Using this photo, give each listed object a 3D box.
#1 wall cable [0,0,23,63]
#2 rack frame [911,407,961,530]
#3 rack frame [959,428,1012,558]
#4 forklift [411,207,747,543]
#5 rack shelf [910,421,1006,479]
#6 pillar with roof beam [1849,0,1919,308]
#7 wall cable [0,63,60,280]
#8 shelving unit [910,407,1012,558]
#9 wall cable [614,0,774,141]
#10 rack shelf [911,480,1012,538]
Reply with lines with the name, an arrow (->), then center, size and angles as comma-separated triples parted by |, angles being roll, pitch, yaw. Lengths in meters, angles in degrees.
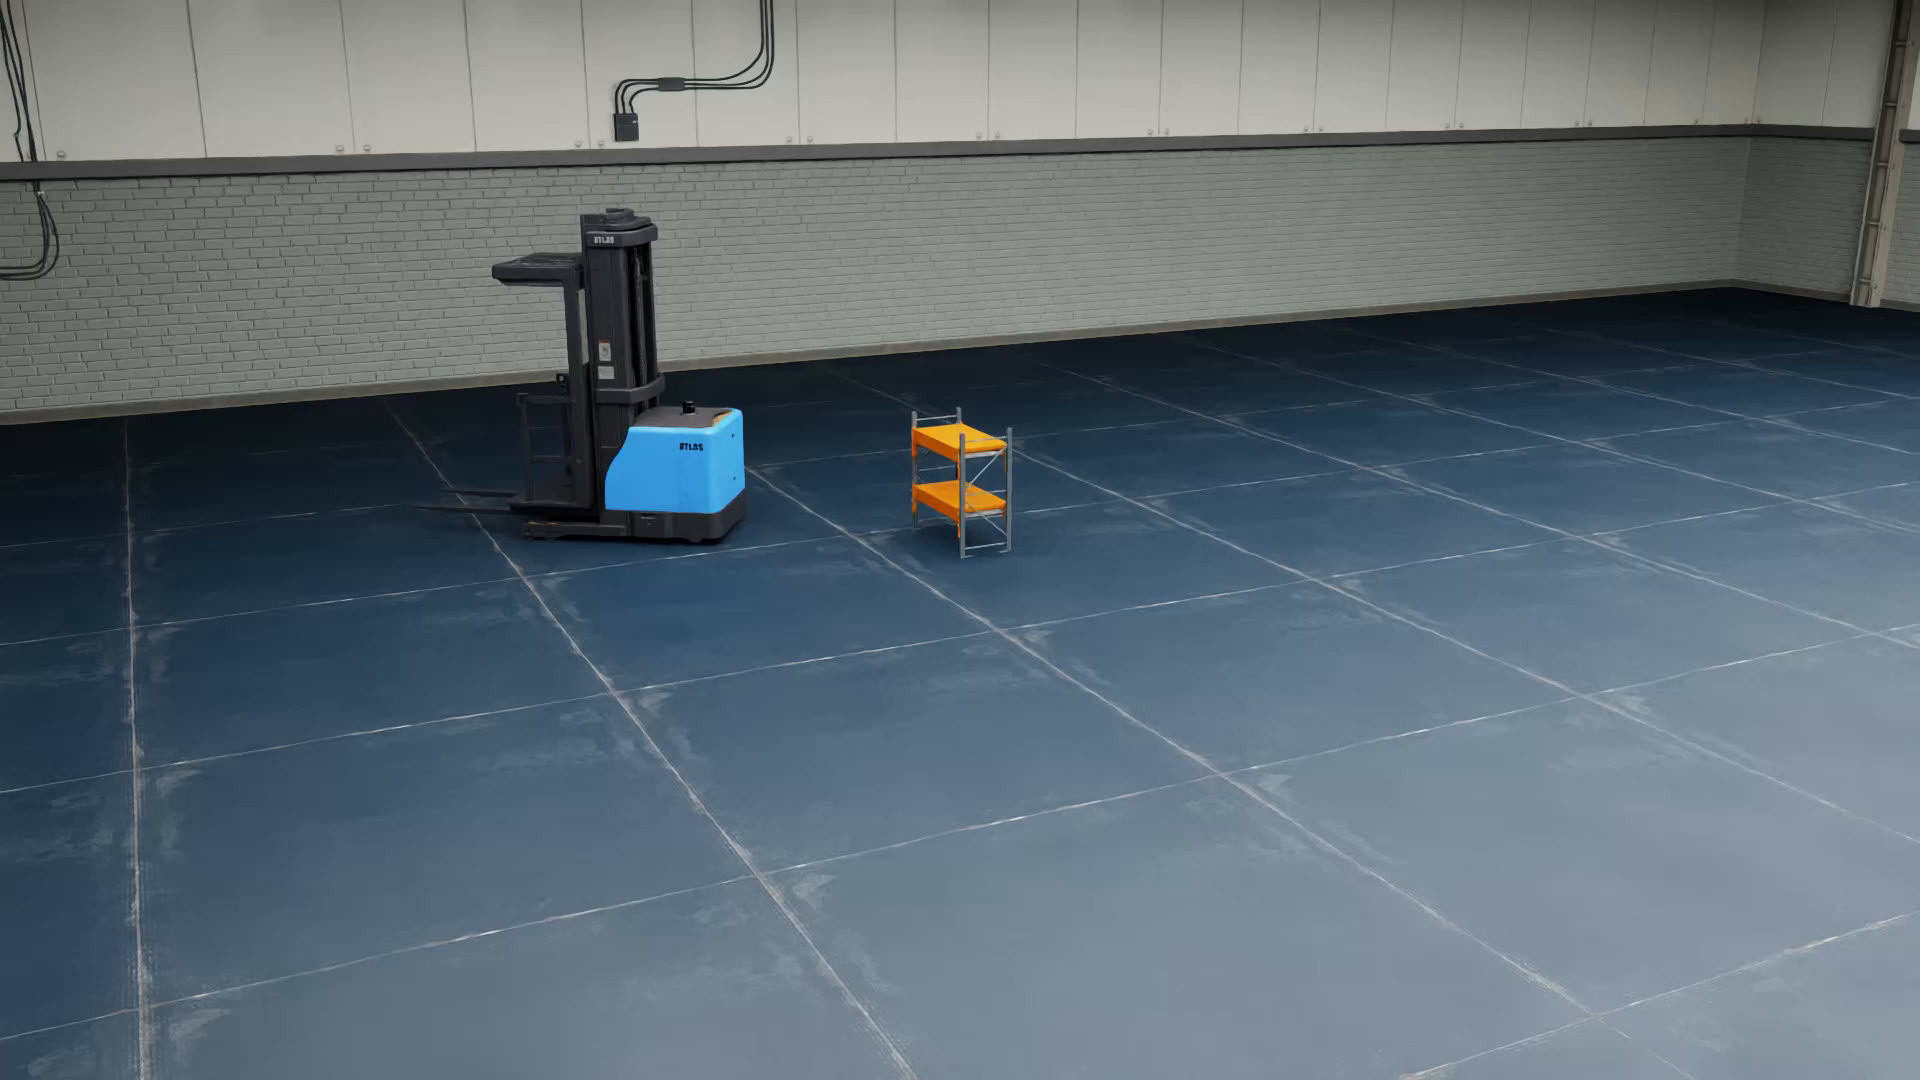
wall cable -> -9.699, -6.885, 19.400 | 3.097, 2.526, 0.112 | -8, 18, -25
rack frame -> -0.220, -0.665, 15.528 | 0.500, 1.125, 0.032 | -8, 18, -25
rack frame -> 0.226, -0.413, 14.650 | 0.500, 1.125, 0.032 | -8, 18, -25
forklift -> -3.596, -1.546, 15.325 | 3.031, 2.935, 1.130 | 2, 16, 8
rack shelf -> 0.003, -0.820, 15.008 | 0.538, 0.278, 1.000 | -8, 18, -25
pillar with roof beam -> 12.417, -8.019, 26.879 | 9.100, 9.000, 0.400 | -8, 18, -25
wall cable -> -12.131, -4.130, 18.958 | 3.097, 2.526, 0.112 | -8, 18, -25
shelving unit -> 0.003, -0.539, 15.089 | 0.538, 1.125, 1.048 | -8, 18, -25
wall cable -> -3.590, -8.401, 22.044 | 2.305, 6.003, 0.169 | -8, 18, -25
rack shelf -> 0.003, -0.304, 15.156 | 0.538, 0.278, 1.000 | -8, 18, -25
